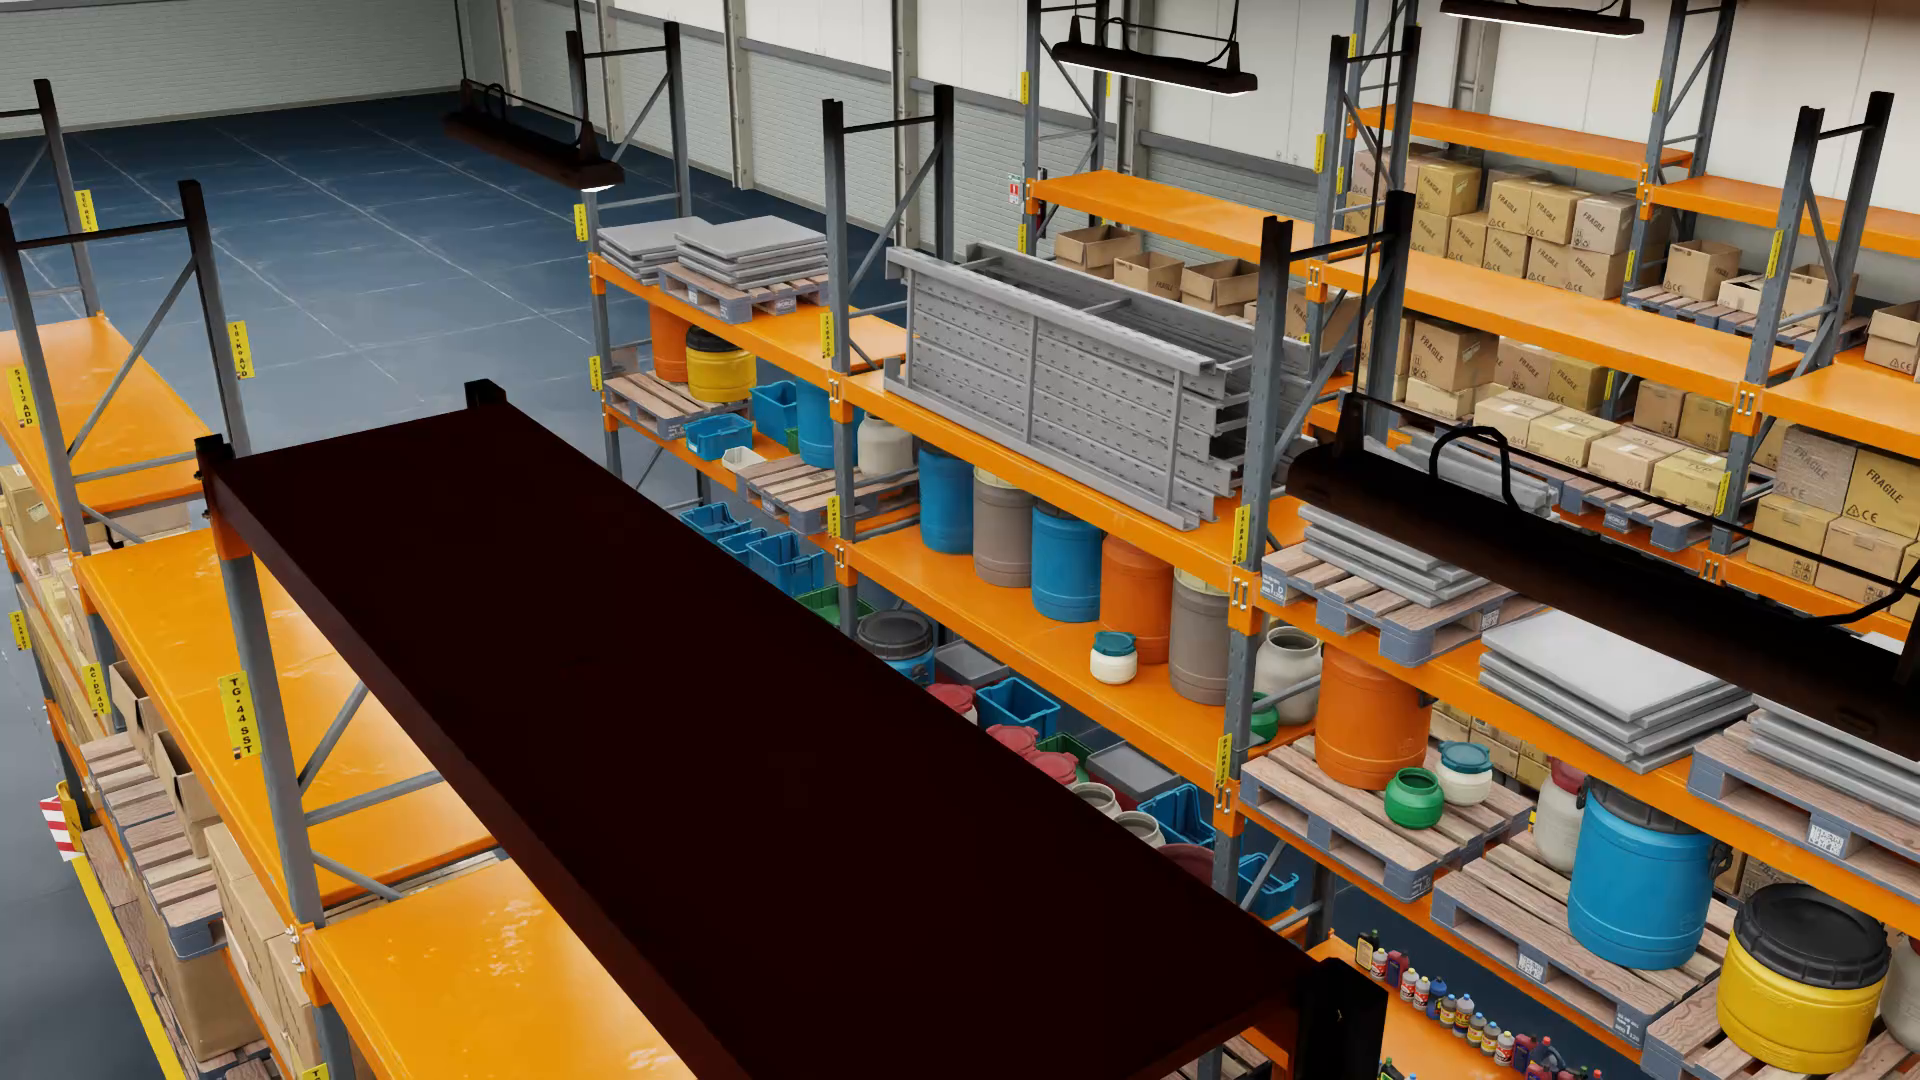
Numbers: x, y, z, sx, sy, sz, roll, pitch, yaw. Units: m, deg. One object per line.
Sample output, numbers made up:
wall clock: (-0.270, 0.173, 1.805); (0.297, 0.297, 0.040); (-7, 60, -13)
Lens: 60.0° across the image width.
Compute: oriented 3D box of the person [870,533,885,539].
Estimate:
person: (-1.158, -0.573, 18.089); (0.944, 1.736, 0.576); (8, 26, 16)
